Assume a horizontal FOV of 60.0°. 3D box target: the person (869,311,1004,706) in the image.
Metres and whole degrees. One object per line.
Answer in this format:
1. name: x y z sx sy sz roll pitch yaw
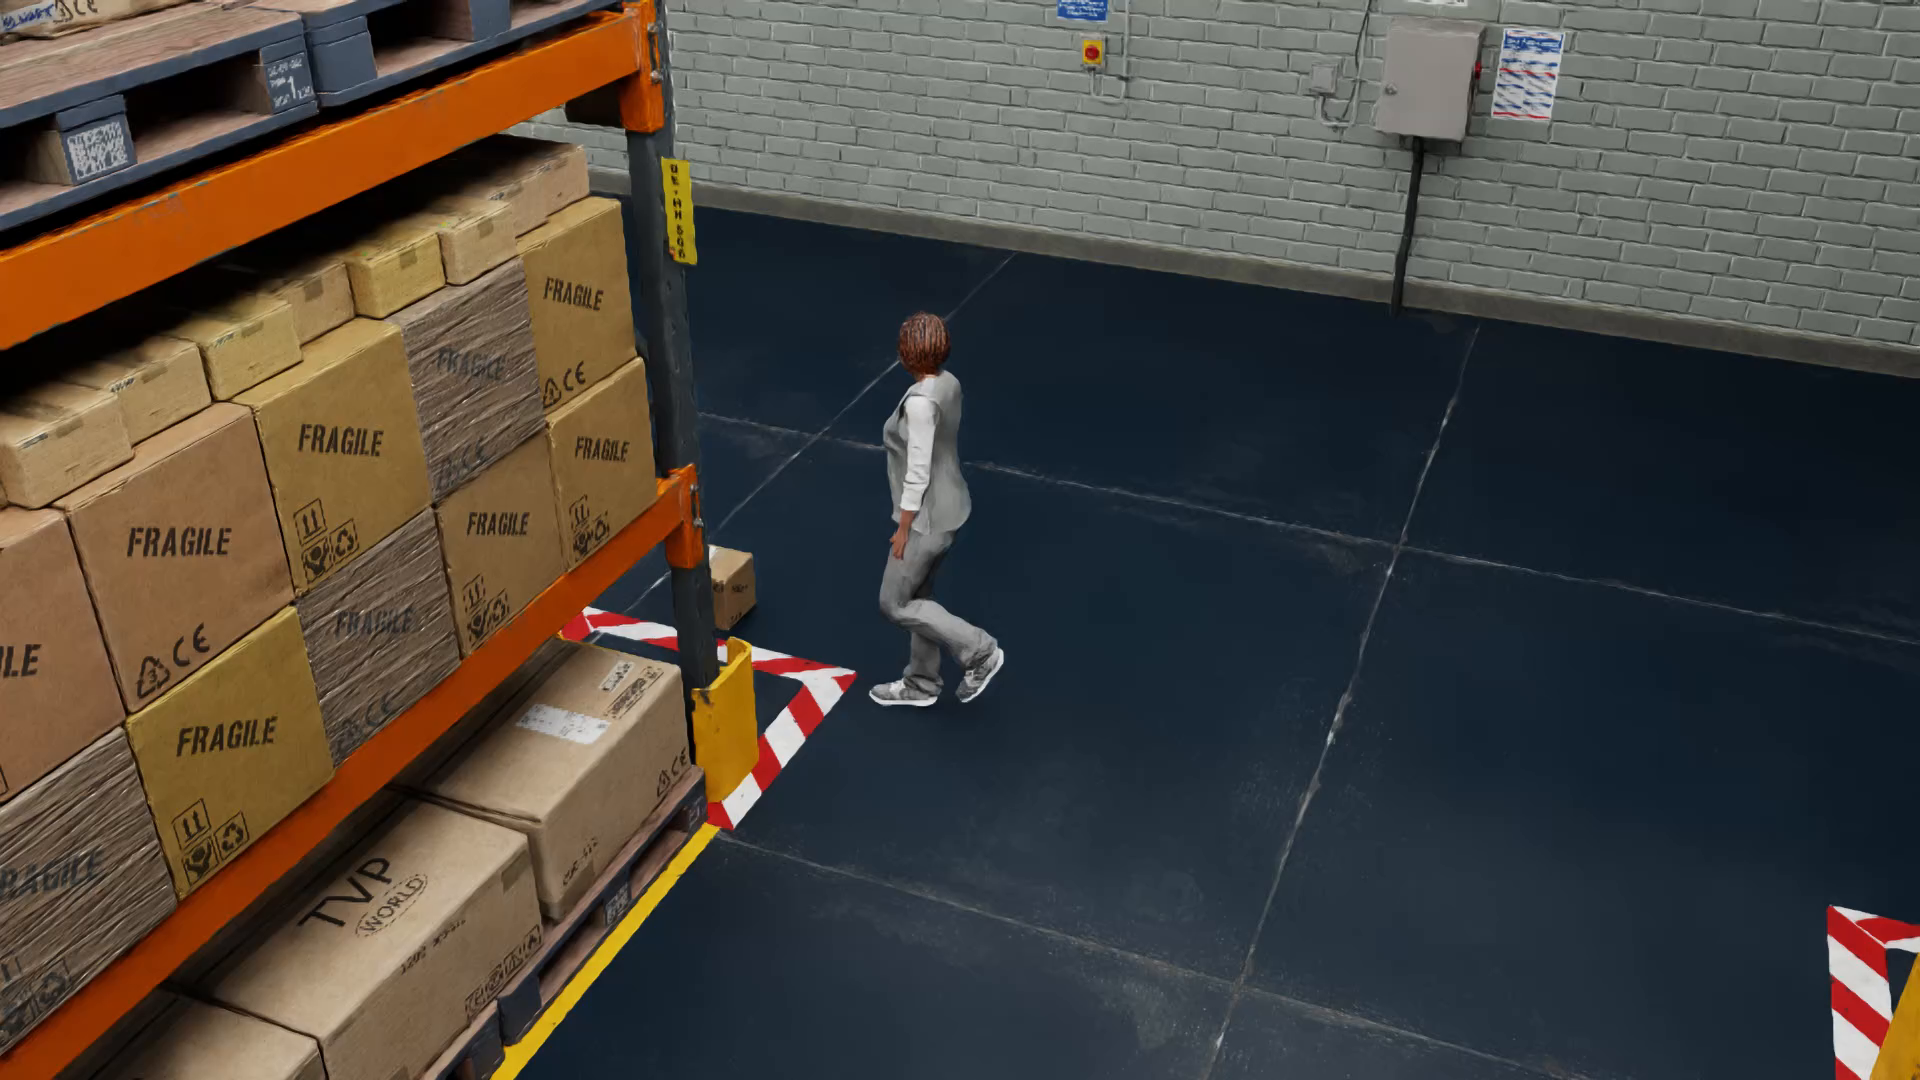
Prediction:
1. person: -0.075 -0.071 6.284 0.544 1.566 0.463 5 30 9
